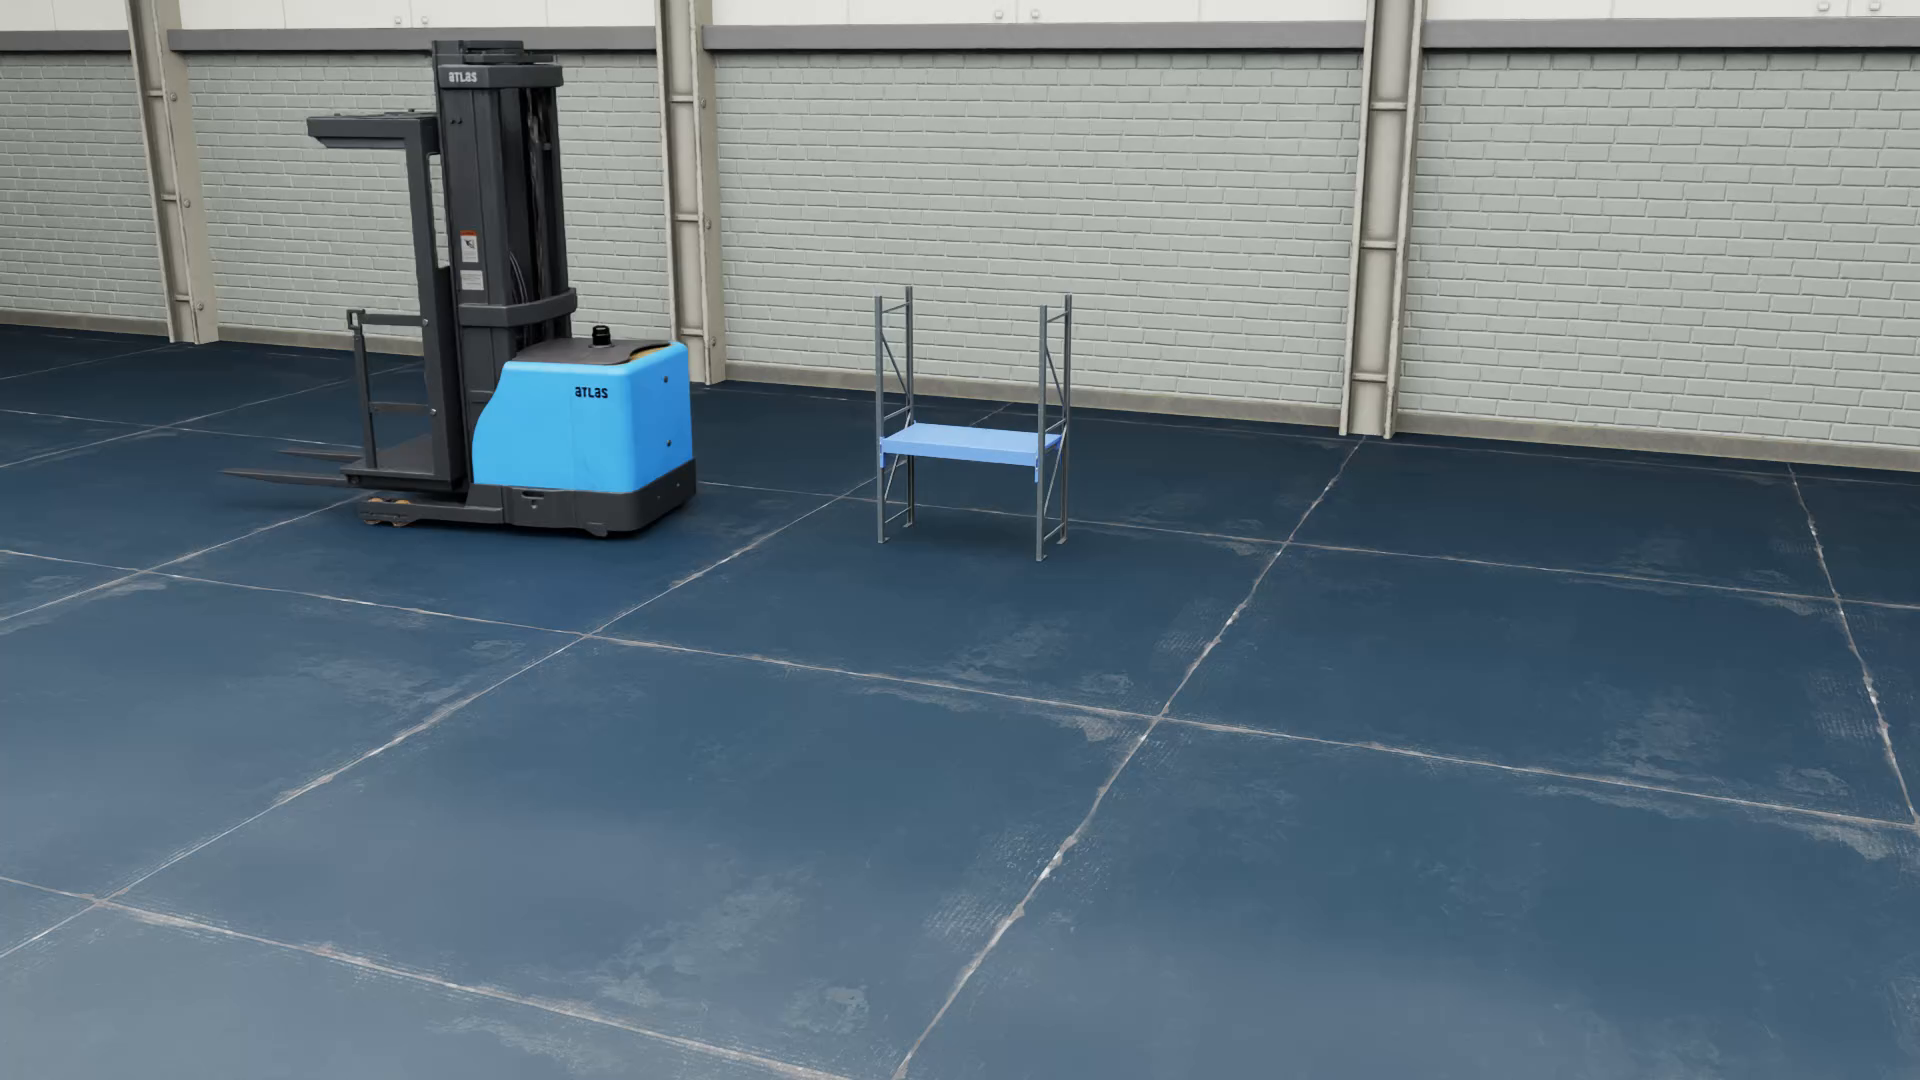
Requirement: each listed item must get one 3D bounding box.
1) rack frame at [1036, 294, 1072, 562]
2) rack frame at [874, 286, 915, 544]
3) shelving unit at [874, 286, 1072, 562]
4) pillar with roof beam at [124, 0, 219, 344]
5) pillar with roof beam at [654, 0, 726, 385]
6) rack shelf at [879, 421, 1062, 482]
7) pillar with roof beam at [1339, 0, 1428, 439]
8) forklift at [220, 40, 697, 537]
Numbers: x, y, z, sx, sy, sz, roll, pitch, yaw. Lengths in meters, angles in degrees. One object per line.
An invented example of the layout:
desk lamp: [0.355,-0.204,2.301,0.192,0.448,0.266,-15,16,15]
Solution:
rack frame: [0.552,-0.660,9.755,0.032,1.500,0.500,6,17,21]
rack frame: [-0.394,-0.764,10.114,0.032,1.500,0.500,6,17,21]
shelving unit: [0.079,-0.712,9.934,1.048,1.500,0.538,6,17,21]
pillar with roof beam: [-9.537,-5.277,12.209,0.400,9.000,9.100,6,17,21]
pillar with roof beam: [-3.956,-4.663,10.095,0.400,9.000,9.100,6,17,21]
rack shelf: [0.079,-0.539,9.985,1.000,0.185,0.538,6,17,21]
pillar with roof beam: [1.626,-4.049,7.981,0.400,9.000,9.100,6,17,21]
forklift: [-3.312,-1.628,10.525,3.031,2.935,1.130,4,17,14]
